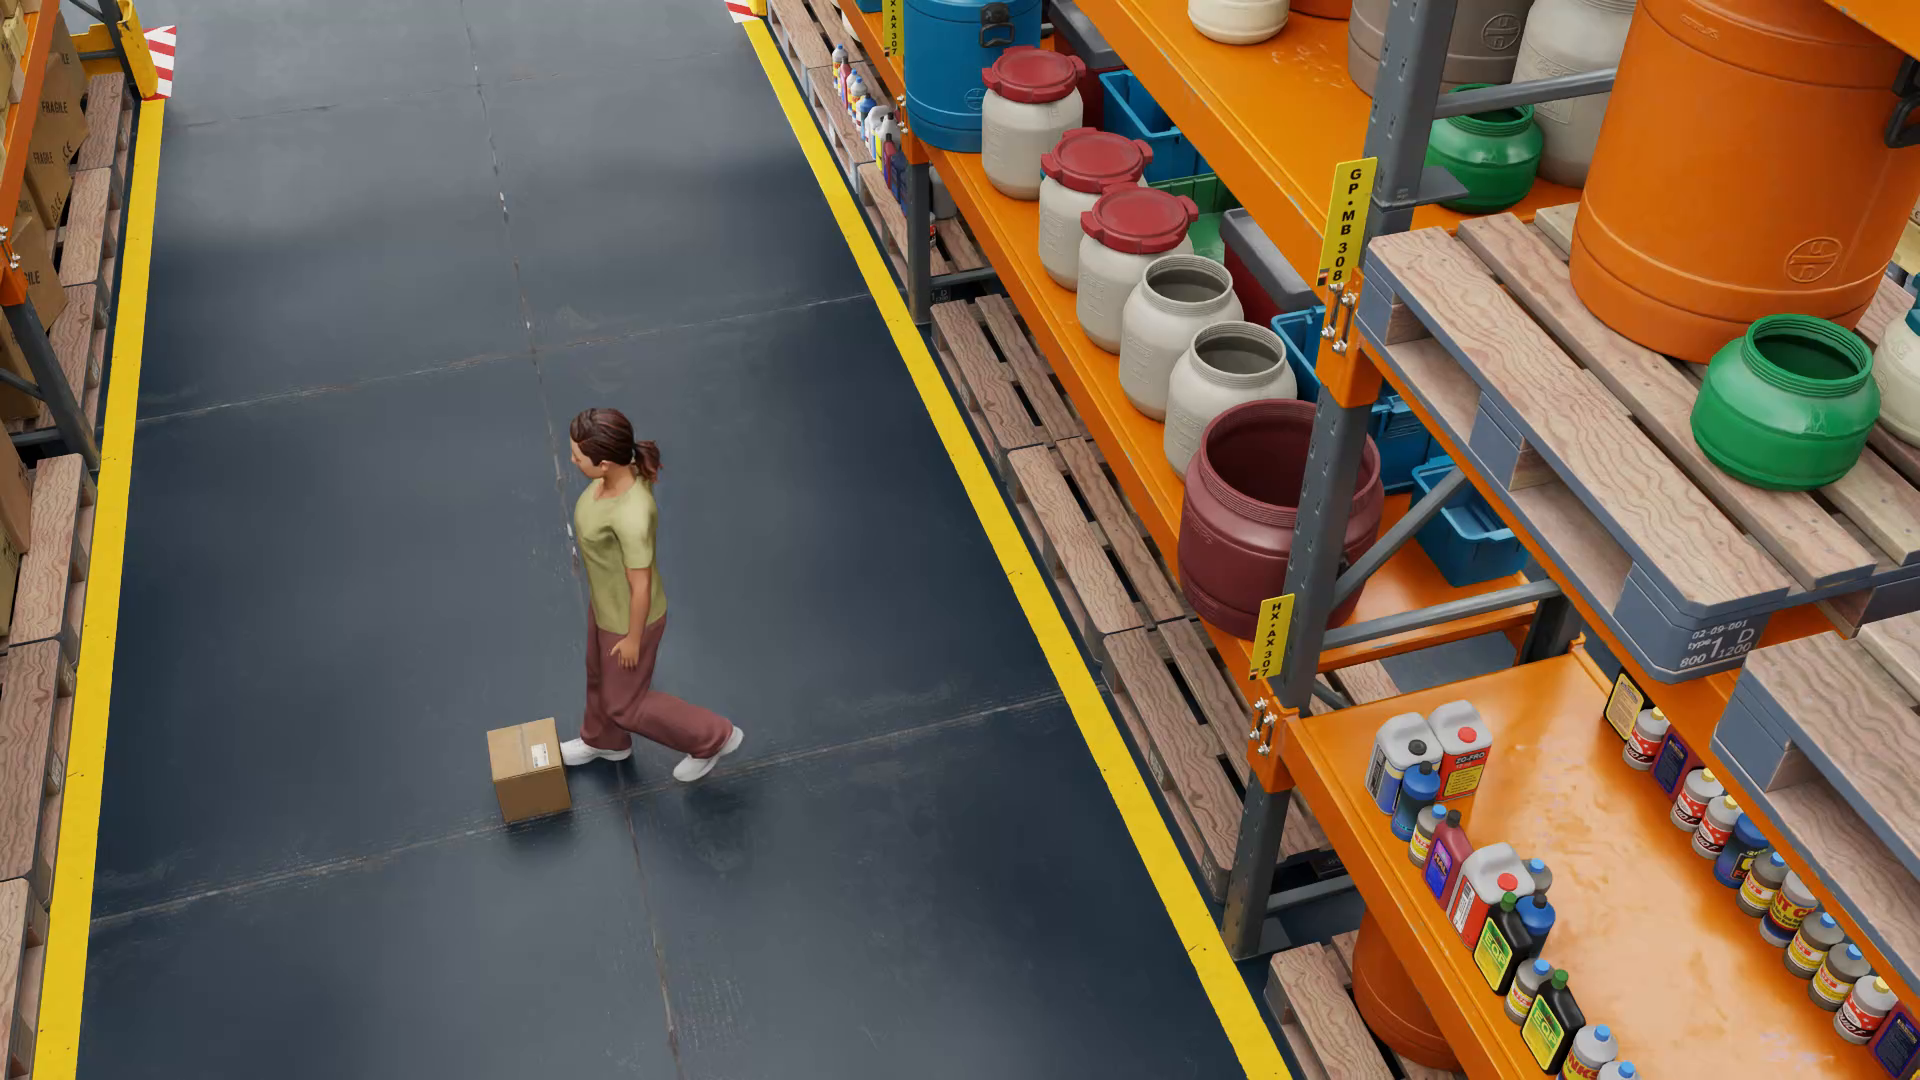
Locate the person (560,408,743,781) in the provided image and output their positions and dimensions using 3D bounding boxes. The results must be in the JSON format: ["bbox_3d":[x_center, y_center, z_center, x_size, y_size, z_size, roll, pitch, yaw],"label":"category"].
[{"bbox_3d":[-1.206,0.236,5.878,0.719,1.665,0.472,-12,44,-13],"label":"person"}]
